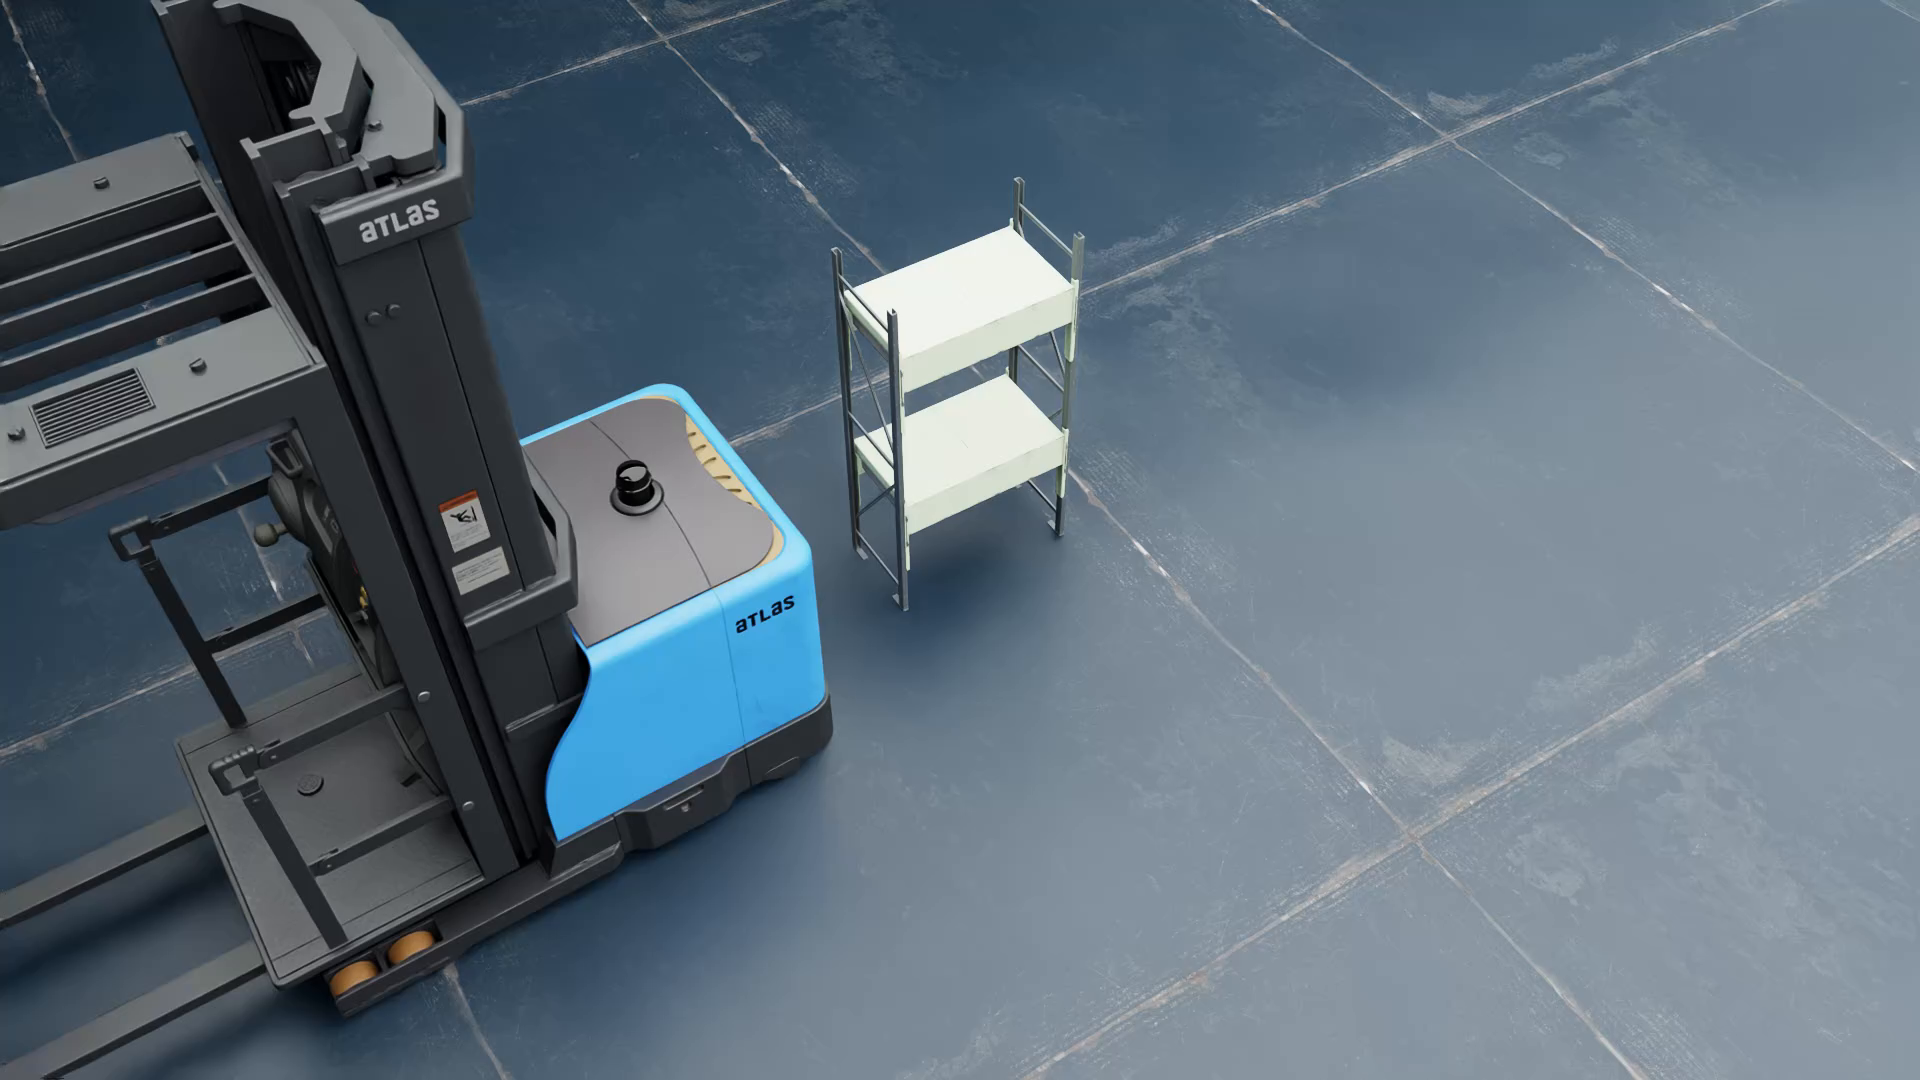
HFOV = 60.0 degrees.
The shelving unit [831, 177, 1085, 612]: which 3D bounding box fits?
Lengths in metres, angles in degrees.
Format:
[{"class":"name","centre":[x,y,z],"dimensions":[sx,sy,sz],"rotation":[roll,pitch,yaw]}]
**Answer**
[{"class":"shelving unit","centre":[-0.006,-0.496,6.133],"dimensions":[0.755,1.500,0.431],"rotation":[-25,53,-21]}]

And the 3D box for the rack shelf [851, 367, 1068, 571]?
[{"class":"rack shelf","centre":[-0.006,-0.279,6.376],"dimensions":[0.720,0.370,0.431],"rotation":[-25,53,-21]}]

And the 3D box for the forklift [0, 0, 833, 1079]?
[{"class":"forklift","centre":[-1.967,0.081,4.661],"dimensions":[3.031,2.935,1.130],"rotation":[-26,53,-22]}]

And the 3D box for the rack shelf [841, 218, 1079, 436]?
[{"class":"rack shelf","centre":[-0.006,-0.756,5.841],"dimensions":[0.720,0.370,0.431],"rotation":[-25,53,-21]}]

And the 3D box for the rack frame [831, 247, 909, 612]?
[{"class":"rack frame","centre":[-0.315,-0.350,6.003],"dimensions":[0.023,1.500,0.400],"rotation":[-25,53,-21]}]

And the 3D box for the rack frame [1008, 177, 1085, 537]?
[{"class":"rack frame","centre":[0.304,-0.642,6.263],"dimensions":[0.023,1.500,0.400],"rotation":[-25,53,-21]}]
